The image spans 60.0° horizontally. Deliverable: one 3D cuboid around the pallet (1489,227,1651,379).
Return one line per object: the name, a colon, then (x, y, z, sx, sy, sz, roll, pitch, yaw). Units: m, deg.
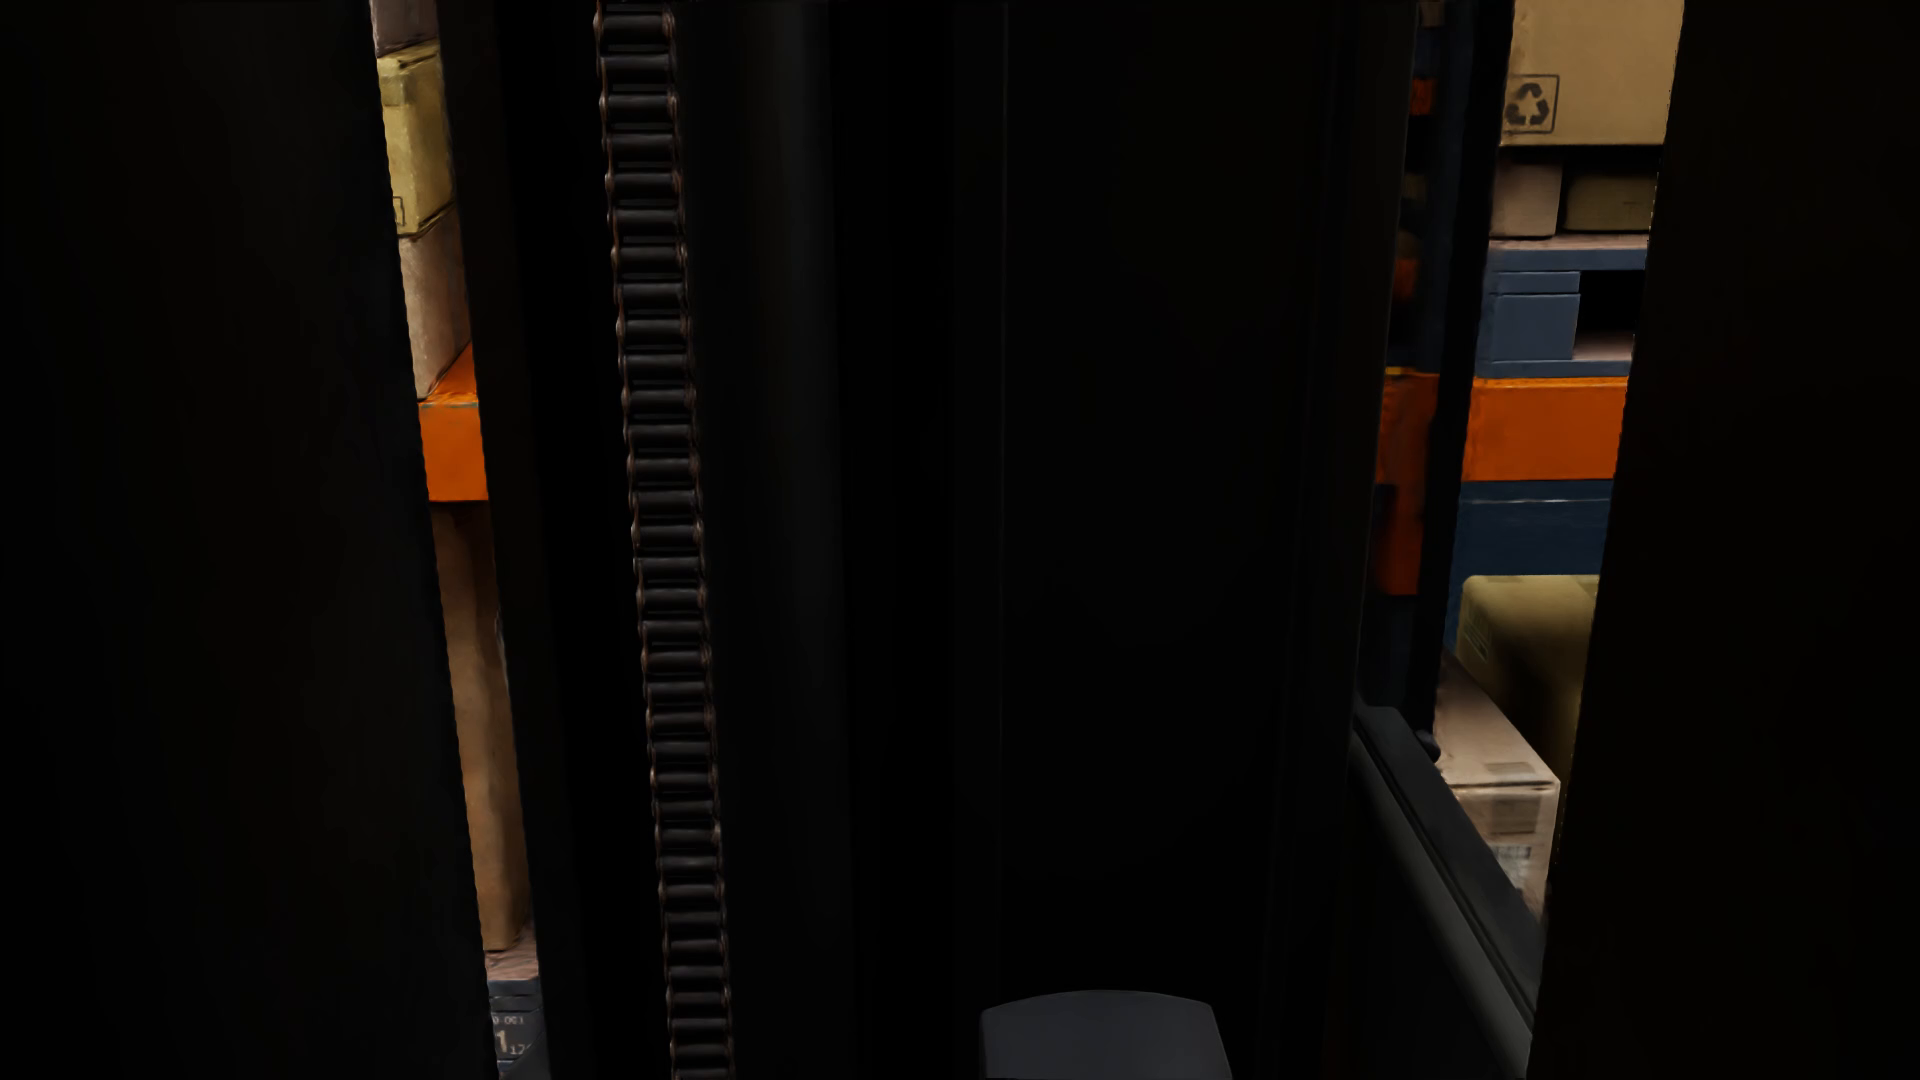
pallet: (1.390, -0.543, 3.100, 1.213, 0.211, 1.003, -1, 21, -3)

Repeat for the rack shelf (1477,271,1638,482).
rack shelf: (1.412, -0.282, 3.157, 4.000, 0.370, 1.077, -1, 21, -3)

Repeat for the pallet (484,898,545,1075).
pallet: (-1.376, 0.715, 3.447, 1.213, 0.211, 1.003, -1, 21, -3)

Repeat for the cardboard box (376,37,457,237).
cardboard box: (-1.053, -0.641, 2.597, 0.500, 0.250, 0.500, -1, 21, -3)

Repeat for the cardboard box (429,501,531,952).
cardboard box: (-1.279, 0.204, 3.266, 0.875, 0.875, 0.875, -1, 21, -4)

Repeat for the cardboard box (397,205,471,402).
cardboard box: (-1.074, -0.405, 2.680, 0.500, 0.250, 0.500, -2, 21, -5)

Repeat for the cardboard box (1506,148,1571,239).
cardboard box: (0.823, -0.611, 2.773, 0.250, 0.149, 0.380, 0, 21, 0)

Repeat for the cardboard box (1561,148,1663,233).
cardboard box: (1.103, -0.631, 2.824, 0.250, 0.149, 0.380, 0, 21, -1)

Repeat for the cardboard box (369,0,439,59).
cardboard box: (-1.086, -0.988, 2.455, 0.500, 0.500, 0.500, -2, 21, -5)

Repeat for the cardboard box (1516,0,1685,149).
cardboard box: (0.928, -0.913, 2.654, 0.500, 0.500, 0.500, -1, 21, -2)

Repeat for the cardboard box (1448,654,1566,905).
cardboard box: (0.717, 0.428, 3.383, 0.625, 0.372, 0.950, -2, 21, -4)

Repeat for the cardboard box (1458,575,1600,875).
cardboard box: (1.474, 0.415, 3.418, 0.625, 0.372, 0.950, 0, 21, -1)

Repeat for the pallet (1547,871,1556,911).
pallet: (1.411, 0.686, 3.521, 1.213, 0.211, 1.003, -1, 21, -3)

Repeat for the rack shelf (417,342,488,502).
rack shelf: (-2.581, -0.201, 2.944, 4.000, 0.370, 1.077, -1, 21, -3)
